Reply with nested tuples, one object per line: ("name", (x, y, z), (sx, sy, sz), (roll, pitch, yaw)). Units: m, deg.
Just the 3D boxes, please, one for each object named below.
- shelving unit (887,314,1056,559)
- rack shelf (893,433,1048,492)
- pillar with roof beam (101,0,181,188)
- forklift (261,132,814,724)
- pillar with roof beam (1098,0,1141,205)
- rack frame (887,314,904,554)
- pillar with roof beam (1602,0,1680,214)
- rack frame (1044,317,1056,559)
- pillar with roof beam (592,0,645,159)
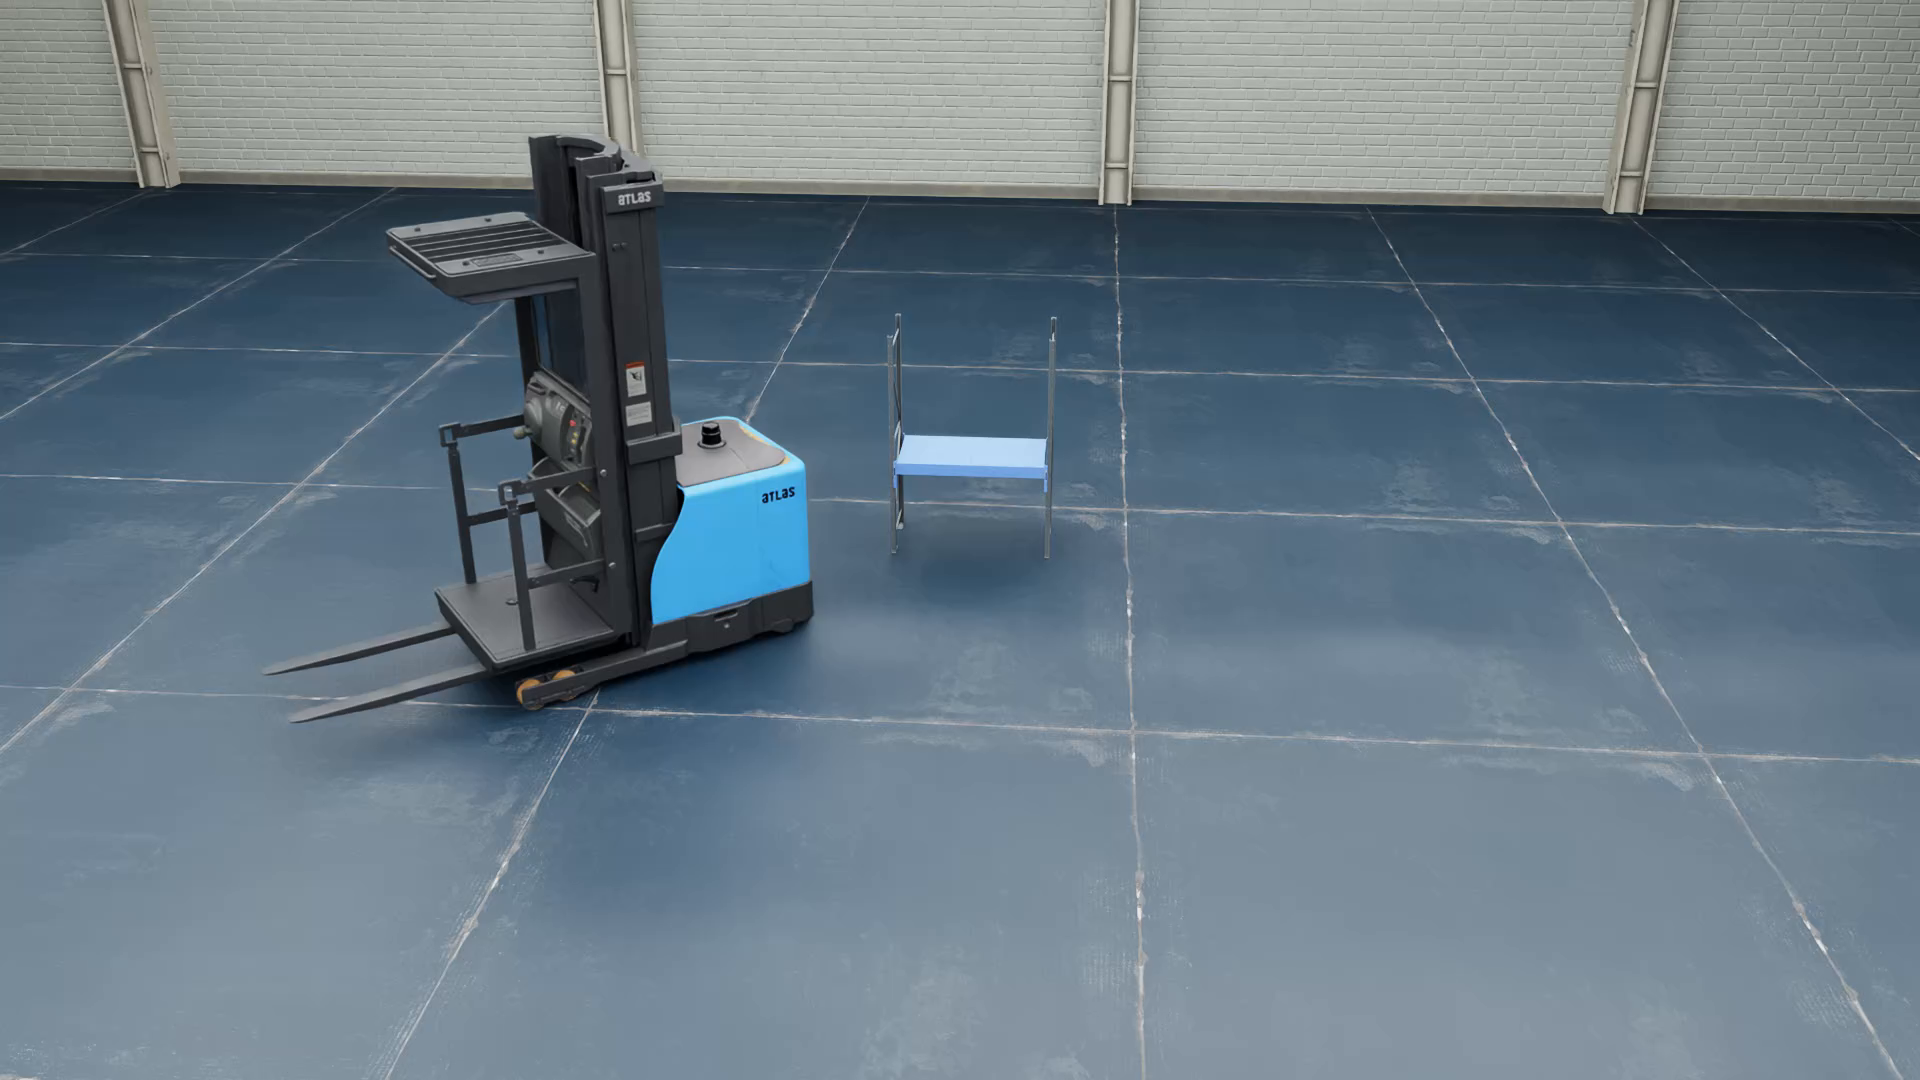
("shelving unit", (0.085, -0.679, 10.931), (1.048, 1.500, 0.538), (2, 25, 4))
("rack shelf", (0.085, -0.515, 11.006), (1.000, 0.185, 0.538), (2, 25, 4))
("pillar with roof beam", (-10.416, -6.775, 15.209), (0.400, 9.000, 9.100), (2, 25, 4))
("forklift", (-2.402, -0.642, 9.138), (3.031, 2.935, 1.130), (-15, 29, -30))
("pillar with roof beam", (1.549, -6.391, 14.375), (0.400, 9.000, 9.100), (2, 25, 4))
("rack frame", (-0.422, -0.695, 10.966), (0.032, 1.500, 0.500), (2, 25, 4))
("pillar with roof beam", (7.531, -6.199, 13.958), (0.400, 9.000, 9.100), (2, 25, 4))
("rack frame", (0.592, -0.662, 10.895), (0.032, 1.500, 0.500), (2, 25, 4))
("pillar with roof beam", (-4.434, -6.583, 14.792), (0.400, 9.000, 9.100), (2, 25, 4))
